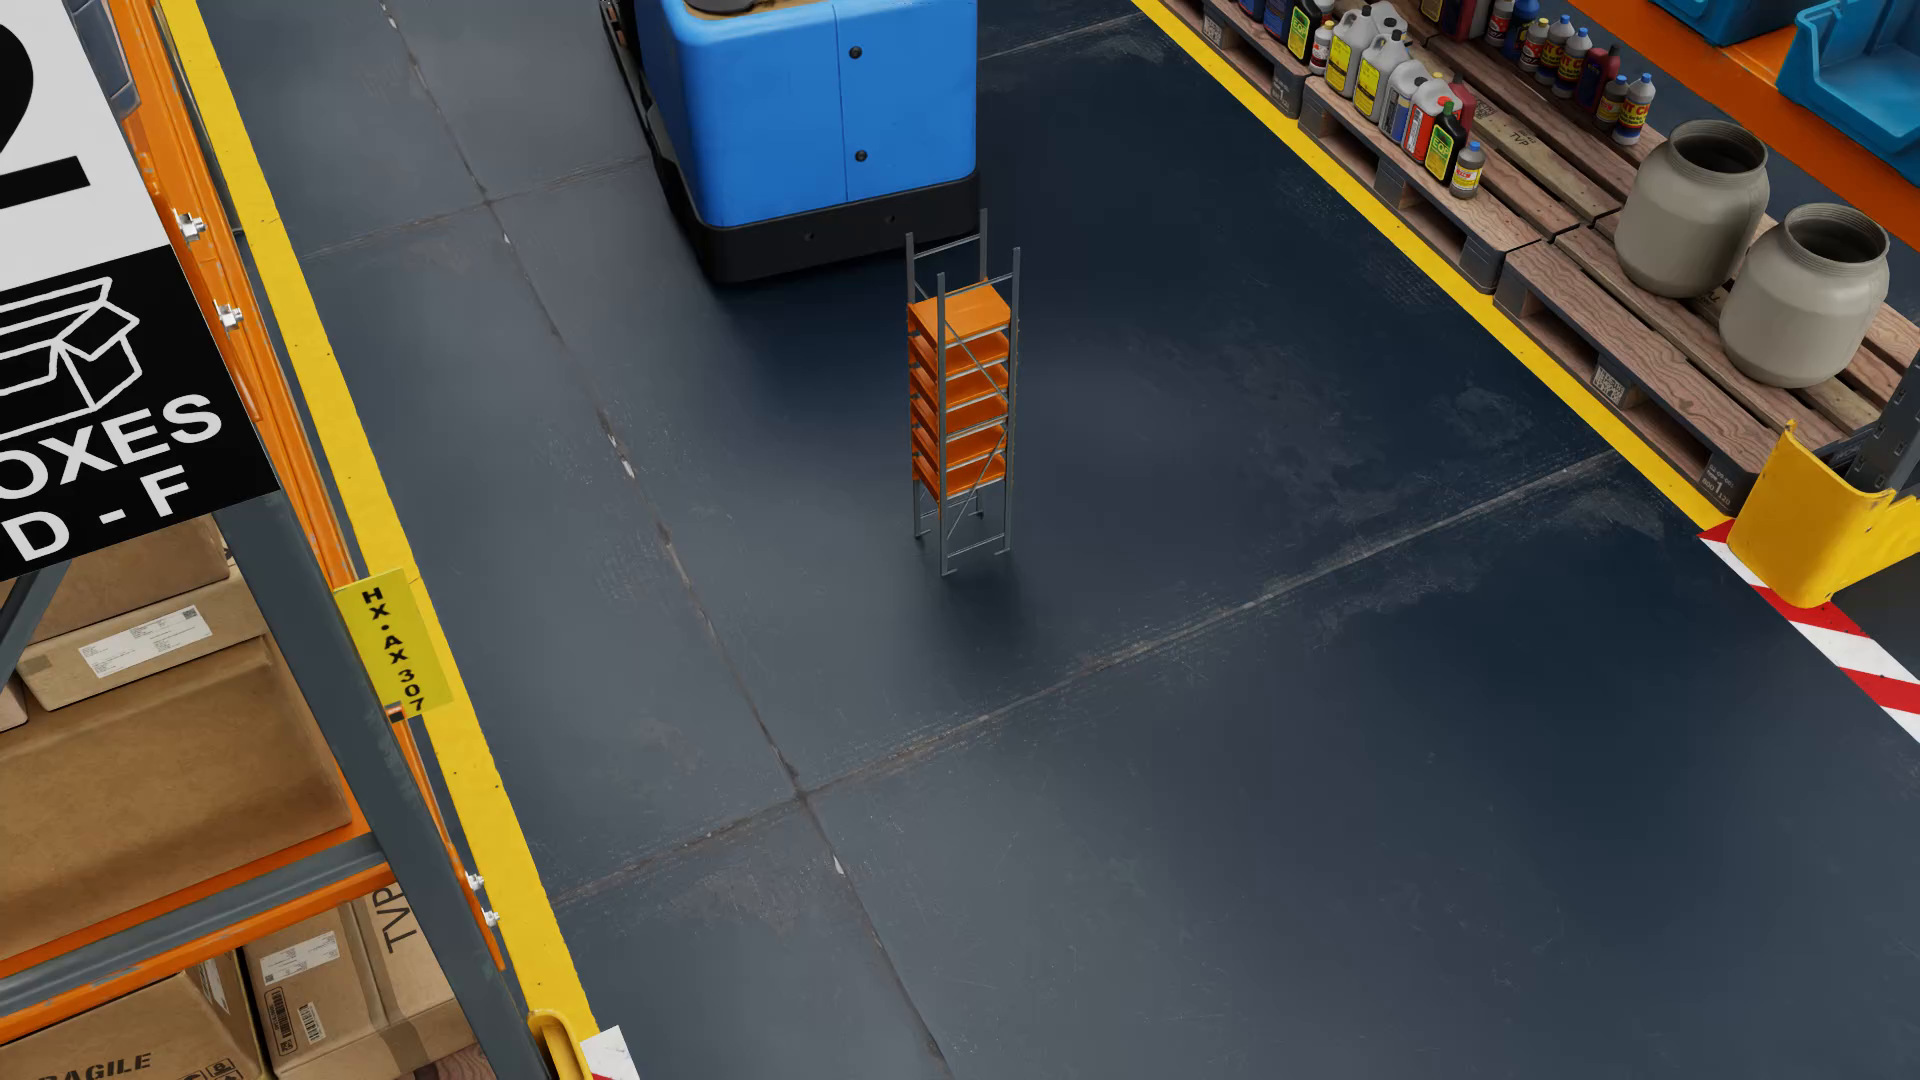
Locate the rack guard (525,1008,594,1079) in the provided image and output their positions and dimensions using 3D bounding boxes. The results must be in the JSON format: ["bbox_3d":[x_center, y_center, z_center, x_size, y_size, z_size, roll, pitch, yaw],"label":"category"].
[{"bbox_3d":[-1.328,1.500,3.606,1.175,0.500,0.348,-21,52,-18],"label":"rack guard"}]

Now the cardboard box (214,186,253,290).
[{"bbox_3d":[-2.763,-1.014,5.692,0.500,0.250,0.500,-21,52,-18],"label":"cardboard box"}]

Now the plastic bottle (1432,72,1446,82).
[{"bbox_3d":[1.784,-1.671,6.286,0.097,0.201,0.097,0,49,0],"label":"plastic bottle"}]

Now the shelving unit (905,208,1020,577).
[{"bbox_3d":[0.007,-0.385,4.790,0.258,1.200,0.189,-21,52,-18],"label":"shelving unit"}]

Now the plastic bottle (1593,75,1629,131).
[{"bbox_3d":[2.467,-1.657,6.273,0.097,0.201,0.097,0,49,0],"label":"plastic bottle"}]

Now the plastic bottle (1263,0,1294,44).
[{"bbox_3d":[1.323,-2.183,6.634,0.144,0.351,0.185,-23,53,-19],"label":"plastic bottle"}]

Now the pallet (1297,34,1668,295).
[{"bbox_3d":[2.069,-1.521,6.440,1.003,0.211,1.213,-21,52,-18],"label":"pallet"}]

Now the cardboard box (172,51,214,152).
[{"bbox_3d":[-3.134,-1.605,6.209,0.500,0.250,0.500,-22,52,-18],"label":"cardboard box"}]

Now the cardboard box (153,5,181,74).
[{"bbox_3d":[-3.137,-1.797,6.004,0.500,0.311,0.500,-21,52,-17],"label":"cardboard box"}]

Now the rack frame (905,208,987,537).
[{"bbox_3d":[-0.035,-0.447,4.843,0.240,1.200,0.006,-21,52,-18],"label":"rack frame"}]

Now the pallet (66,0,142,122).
[{"bbox_3d":[-1.640,-0.780,2.005,1.003,0.211,1.213,-21,52,-18],"label":"pallet"}]

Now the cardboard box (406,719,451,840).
[{"bbox_3d":[-1.619,0.659,4.229,0.500,0.250,0.500,-21,52,-18],"label":"cardboard box"}]

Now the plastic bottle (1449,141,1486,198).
[{"bbox_3d":[1.837,-1.345,6.000,0.097,0.201,0.097,0,49,0],"label":"plastic bottle"}]

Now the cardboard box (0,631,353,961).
[{"bbox_3d":[-1.542,0.311,2.919,0.700,0.500,0.500,-21,52,-18],"label":"cardboard box"}]

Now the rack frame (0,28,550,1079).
[{"bbox_3d":[-1.339,0.661,2.679,1.000,3.000,0.127,-21,52,-18],"label":"rack frame"}]

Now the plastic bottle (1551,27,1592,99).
[{"bbox_3d":[2.357,-1.840,6.387,0.097,0.271,0.097,0,49,0],"label":"plastic bottle"}]

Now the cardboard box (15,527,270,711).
[{"bbox_3d":[-1.327,0.077,2.692,0.380,0.149,0.250,-22,52,-18],"label":"cardboard box"}]

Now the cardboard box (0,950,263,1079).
[{"bbox_3d":[-1.849,0.924,3.498,0.500,0.500,0.500,-21,52,-18],"label":"cardboard box"}]

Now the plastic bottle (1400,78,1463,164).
[{"bbox_3d":[1.746,-1.547,6.128,0.152,0.276,0.135,-21,52,-17],"label":"plastic bottle"}]

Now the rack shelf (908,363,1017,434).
[{"bbox_3d":[0.007,-0.435,4.733,0.258,0.103,0.180,-21,52,-18],"label":"rack shelf"}]

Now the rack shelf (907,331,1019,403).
[{"bbox_3d":[0.007,-0.514,4.643,0.258,0.103,0.180,-21,52,-18],"label":"rack shelf"}]

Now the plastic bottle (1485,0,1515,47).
[{"bbox_3d":[2.172,-2.088,6.650,0.097,0.201,0.097,0,49,0],"label":"plastic bottle"}]

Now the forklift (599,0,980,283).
[{"bbox_3d":[-0.883,-3.022,5.946,1.130,2.935,3.031,-14,50,-12],"label":"forklift"}]

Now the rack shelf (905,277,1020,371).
[{"bbox_3d":[0.007,-0.593,4.552,0.258,0.103,0.180,-21,52,-18],"label":"rack shelf"}]

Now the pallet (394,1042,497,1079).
[{"bbox_3d":[-1.726,1.081,4.164,1.003,0.211,1.213,-21,52,-18],"label":"pallet"}]

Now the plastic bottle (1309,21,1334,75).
[{"bbox_3d":[1.432,-1.937,6.518,0.097,0.201,0.097,0,49,0],"label":"plastic bottle"}]

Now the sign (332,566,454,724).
[{"bbox_3d":[-0.843,0.162,2.487,0.100,0.325,0.005,-21,52,-18],"label":"sign"}]

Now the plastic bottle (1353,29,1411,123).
[{"bbox_3d":[1.603,-1.774,6.277,0.144,0.351,0.185,-19,52,-16],"label":"plastic bottle"}]

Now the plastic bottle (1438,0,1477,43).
[{"bbox_3d":[1.999,-2.147,6.648,0.061,0.283,0.133,-21,52,-18],"label":"plastic bottle"}]

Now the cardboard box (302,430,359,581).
[{"bbox_3d":[-2.072,-0.012,4.816,0.500,0.250,0.500,-21,52,-18],"label":"cardboard box"}]

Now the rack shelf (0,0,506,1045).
[{"bbox_3d":[-2.255,-0.441,4.121,1.077,0.370,4.000,-21,52,-18],"label":"rack shelf"}]

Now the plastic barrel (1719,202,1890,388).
[{"bbox_3d":[2.698,-0.776,5.310,0.421,0.512,0.421,0,49,0],"label":"plastic barrel"}]

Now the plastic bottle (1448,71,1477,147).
[{"bbox_3d":[1.840,-1.587,6.158,0.061,0.283,0.133,-21,52,-18],"label":"plastic bottle"}]

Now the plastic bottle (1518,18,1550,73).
[{"bbox_3d":[2.266,-1.950,6.530,0.097,0.201,0.097,0,49,0],"label":"plastic bottle"}]

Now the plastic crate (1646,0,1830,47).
[{"bbox_3d":[2.280,-1.663,4.810,0.499,0.251,0.408,-21,52,-18],"label":"plastic crate"}]

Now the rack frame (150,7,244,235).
[{"bbox_3d":[-3.170,-2.017,5.021,1.000,3.000,0.127,-21,52,-18],"label":"rack frame"}]

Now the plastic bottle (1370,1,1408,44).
[{"bbox_3d":[1.638,-1.942,6.473,0.152,0.276,0.135,-21,52,-18],"label":"plastic bottle"}]
